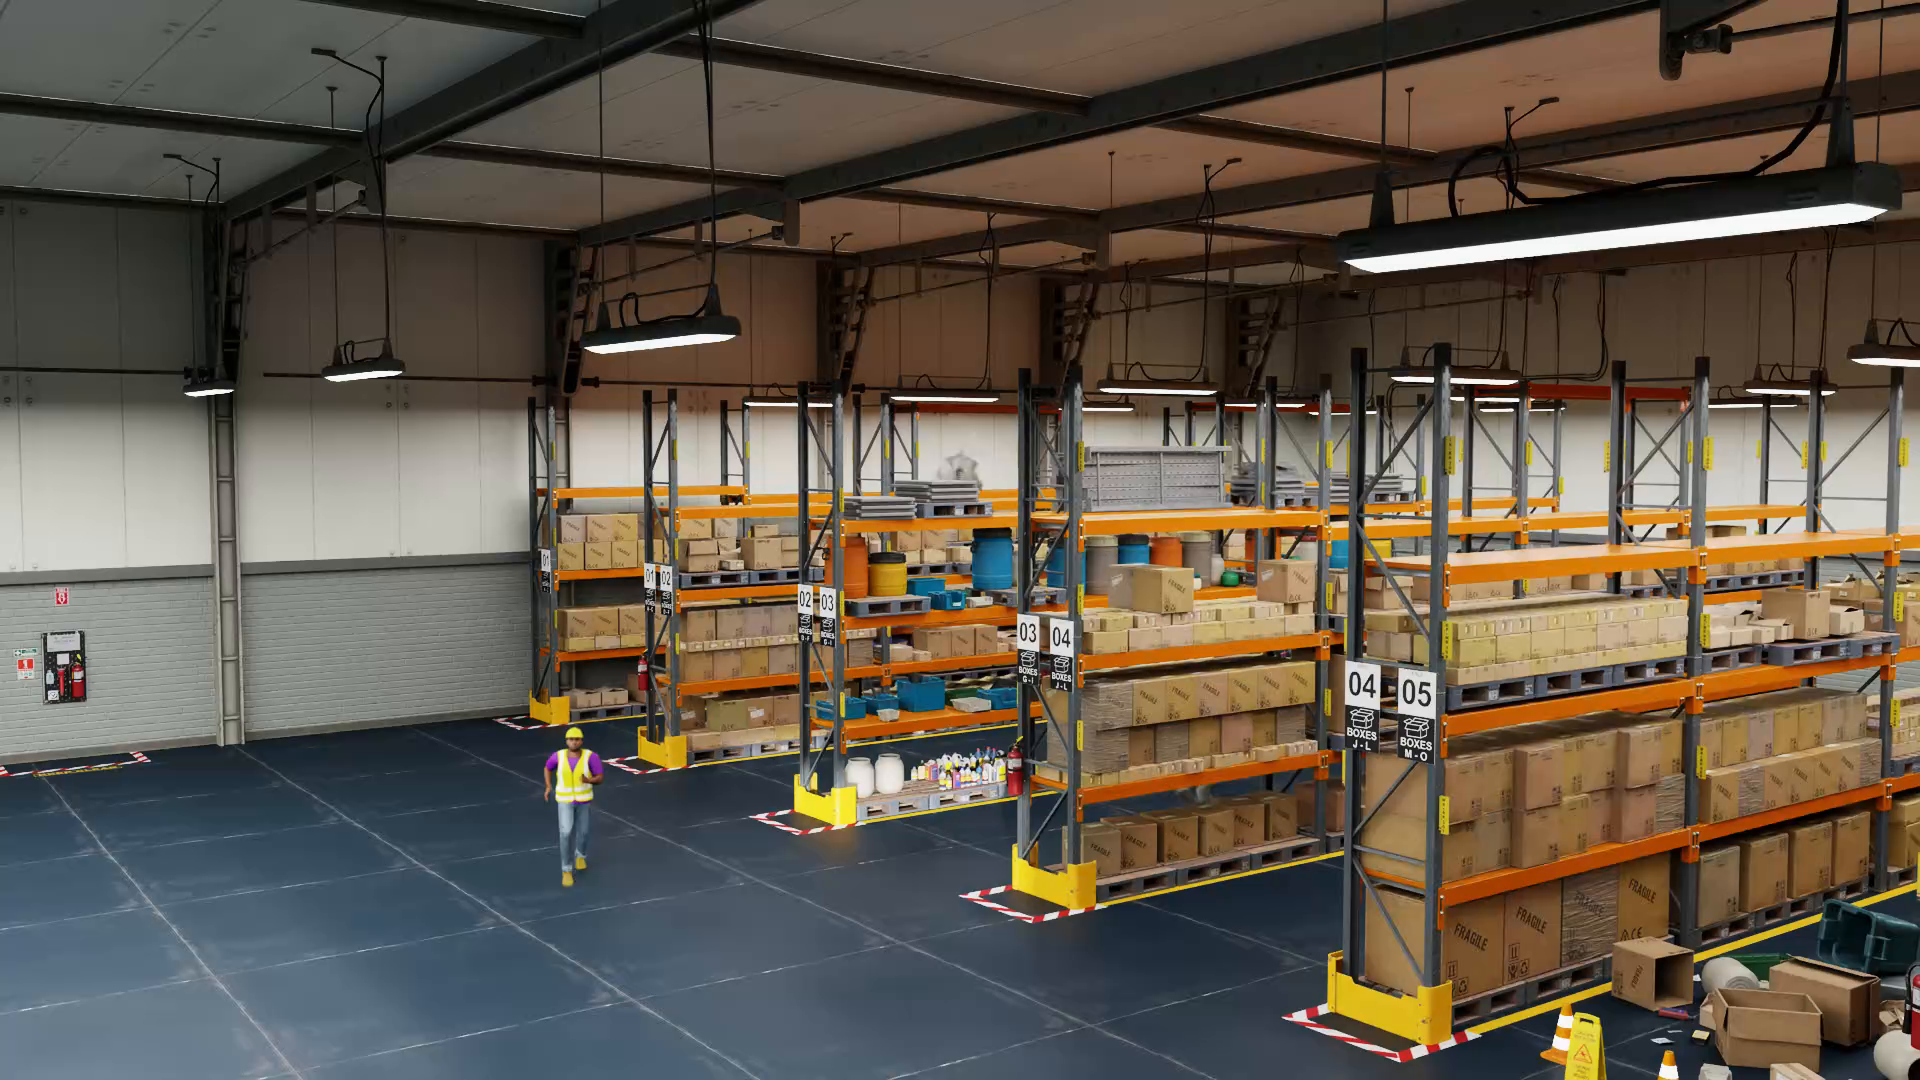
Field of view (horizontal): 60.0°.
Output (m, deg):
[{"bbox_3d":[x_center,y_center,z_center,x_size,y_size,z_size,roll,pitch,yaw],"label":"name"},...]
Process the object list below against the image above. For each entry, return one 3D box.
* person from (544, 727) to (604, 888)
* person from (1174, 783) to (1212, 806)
[{"bbox_3d":[-4.553,3.113,19.646,0.677,1.821,0.807,-1,3,-15],"label":"person"},{"bbox_3d":[3.119,2.978,22.114,0.724,1.738,0.637,-3,5,-43],"label":"person"}]
